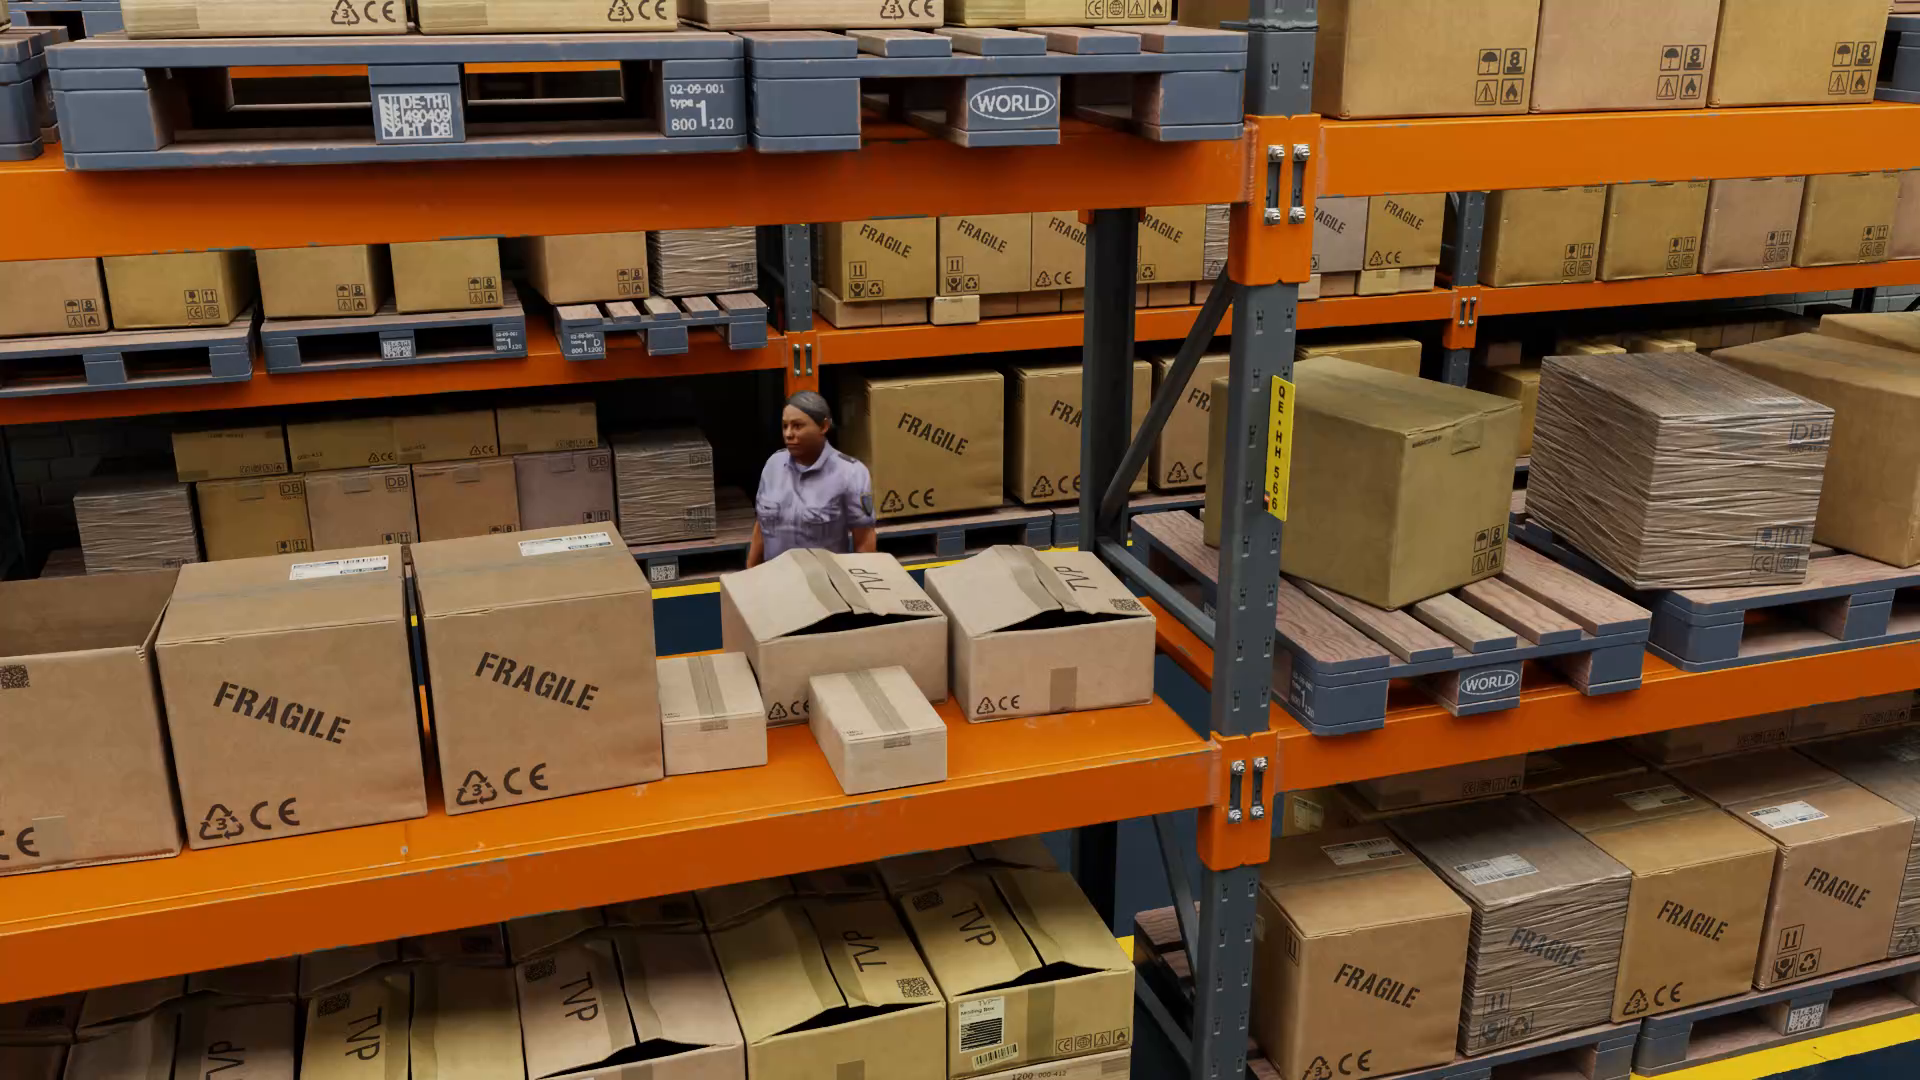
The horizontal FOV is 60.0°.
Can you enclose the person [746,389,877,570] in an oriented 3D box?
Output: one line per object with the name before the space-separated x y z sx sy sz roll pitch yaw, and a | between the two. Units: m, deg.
person | -0.588 0.227 6.391 0.584 1.642 0.620 7 21 19
